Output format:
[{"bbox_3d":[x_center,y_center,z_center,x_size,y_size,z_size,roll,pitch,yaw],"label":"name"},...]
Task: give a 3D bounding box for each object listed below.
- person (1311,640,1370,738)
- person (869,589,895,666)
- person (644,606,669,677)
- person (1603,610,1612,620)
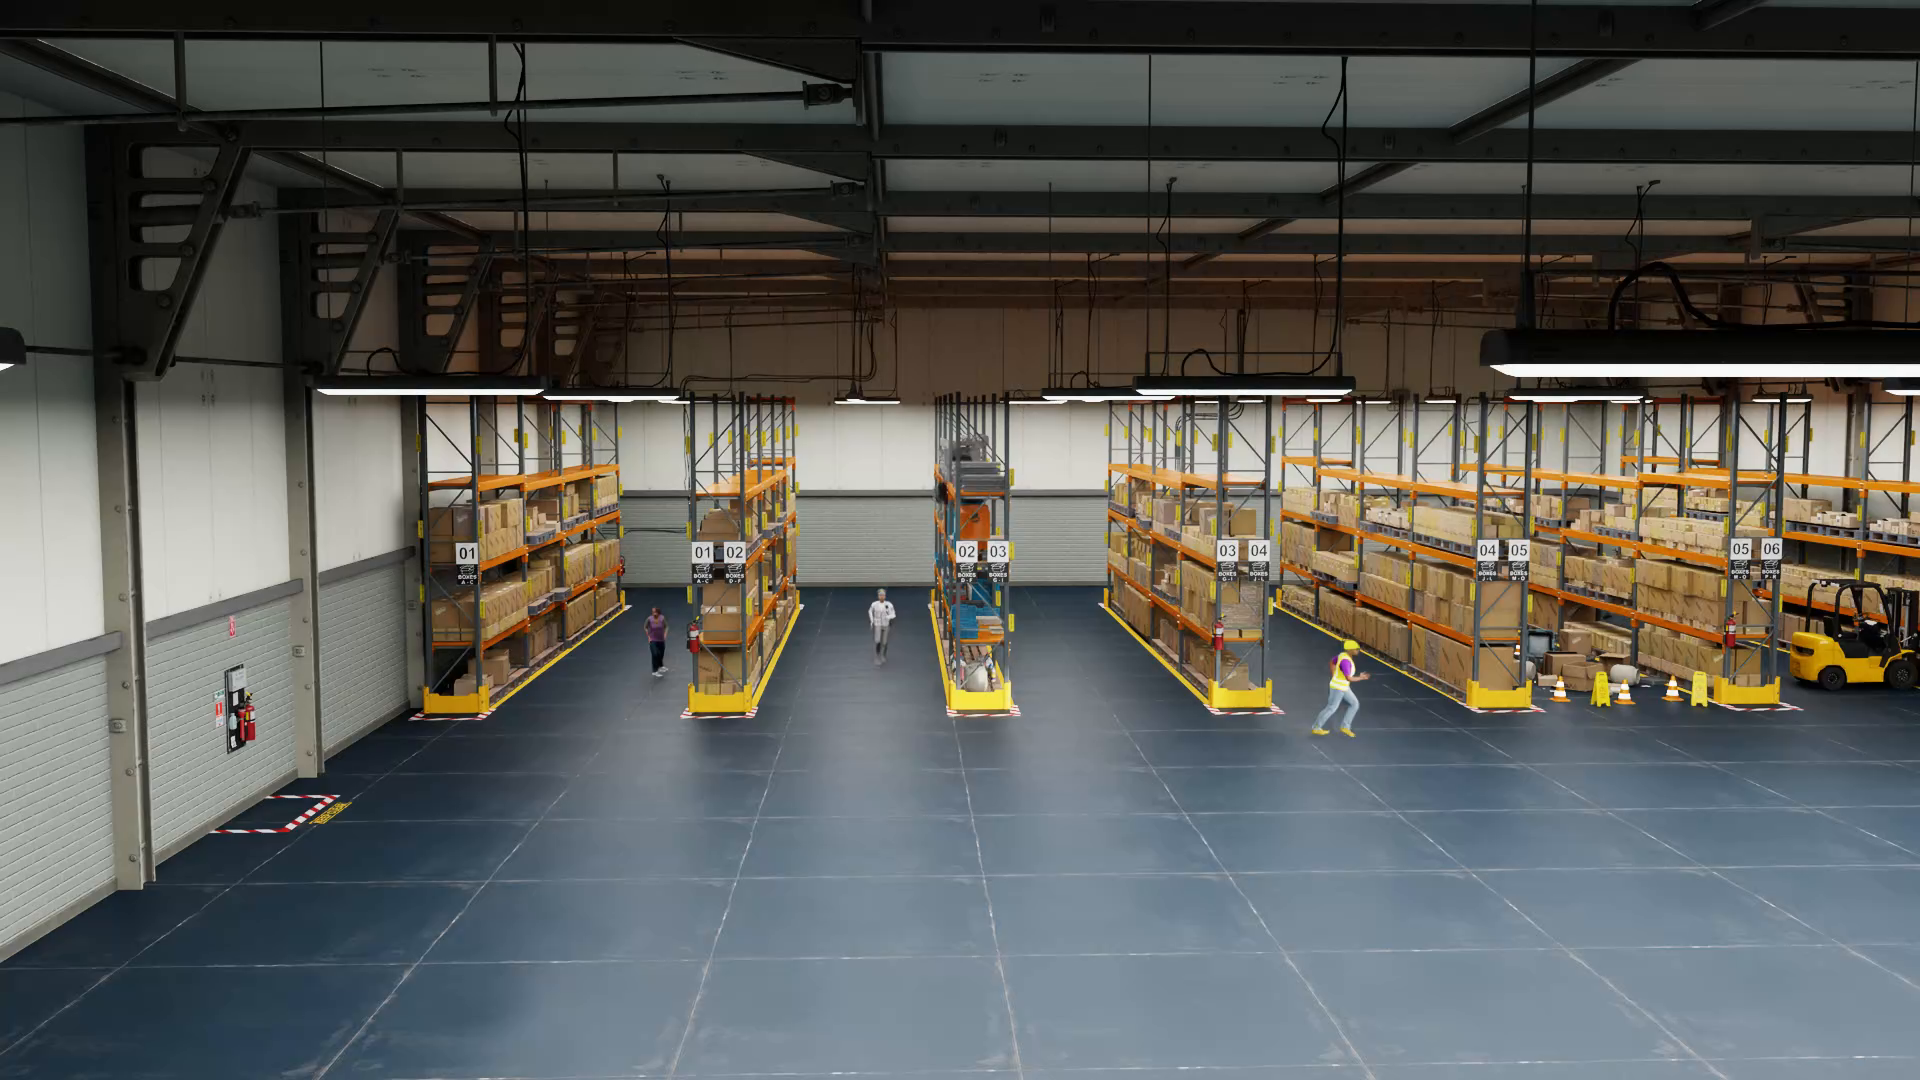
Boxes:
[{"bbox_3d":[6.580,2.574,28.688,0.990,1.725,0.717,2,5,20],"label":"person"},{"bbox_3d":[-1.724,1.928,36.829,0.596,1.710,0.681,0,5,-1],"label":"person"},{"bbox_3d":[-6.434,2.140,35.416,0.571,1.519,0.811,-2,5,-26],"label":"person"},{"bbox_3d":[17.089,1.312,44.543,0.651,1.695,0.976,-2,5,-18],"label":"person"}]
